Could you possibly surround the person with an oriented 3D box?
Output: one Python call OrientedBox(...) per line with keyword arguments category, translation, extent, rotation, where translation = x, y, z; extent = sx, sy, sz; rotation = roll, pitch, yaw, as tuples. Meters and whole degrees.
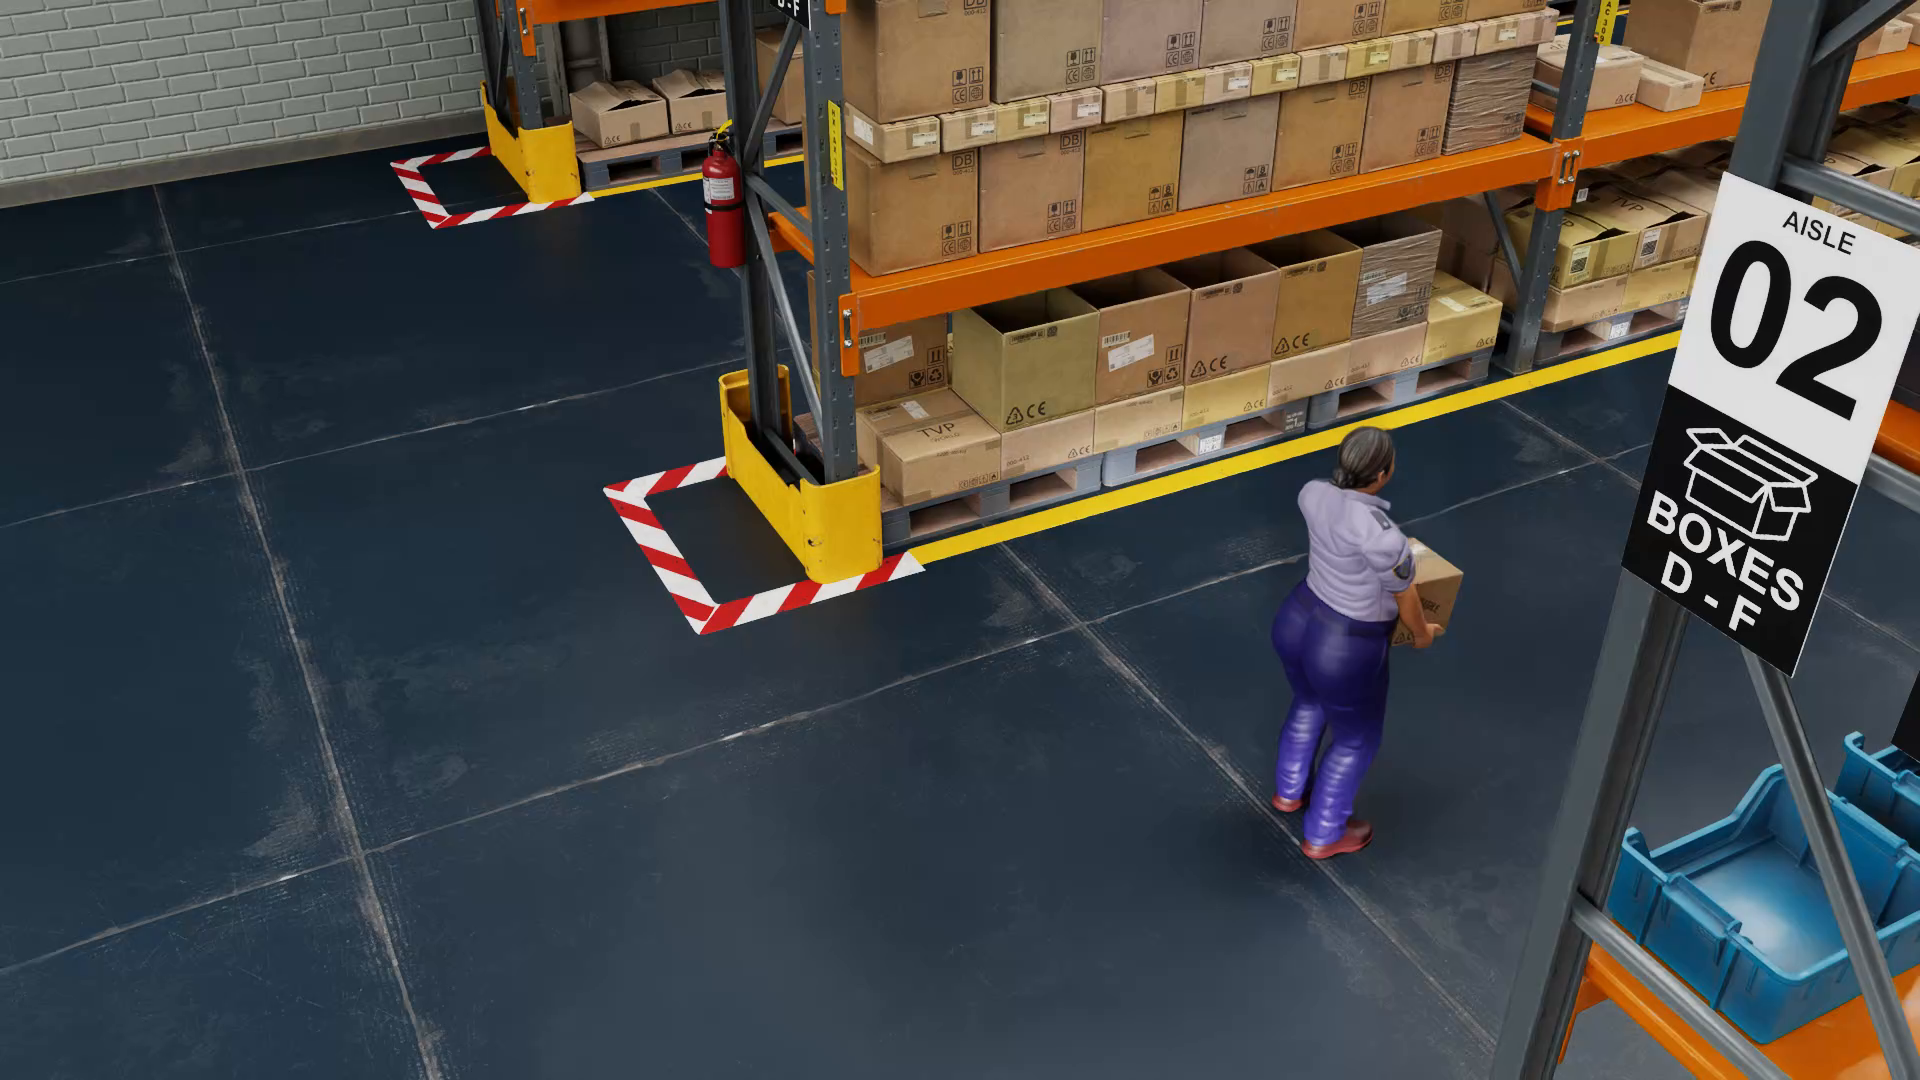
OrientedBox(category="person", translation=(1.339, 0.325, 5.670), extent=(0.534, 1.643, 0.435), rotation=(-17, 37, -24))
